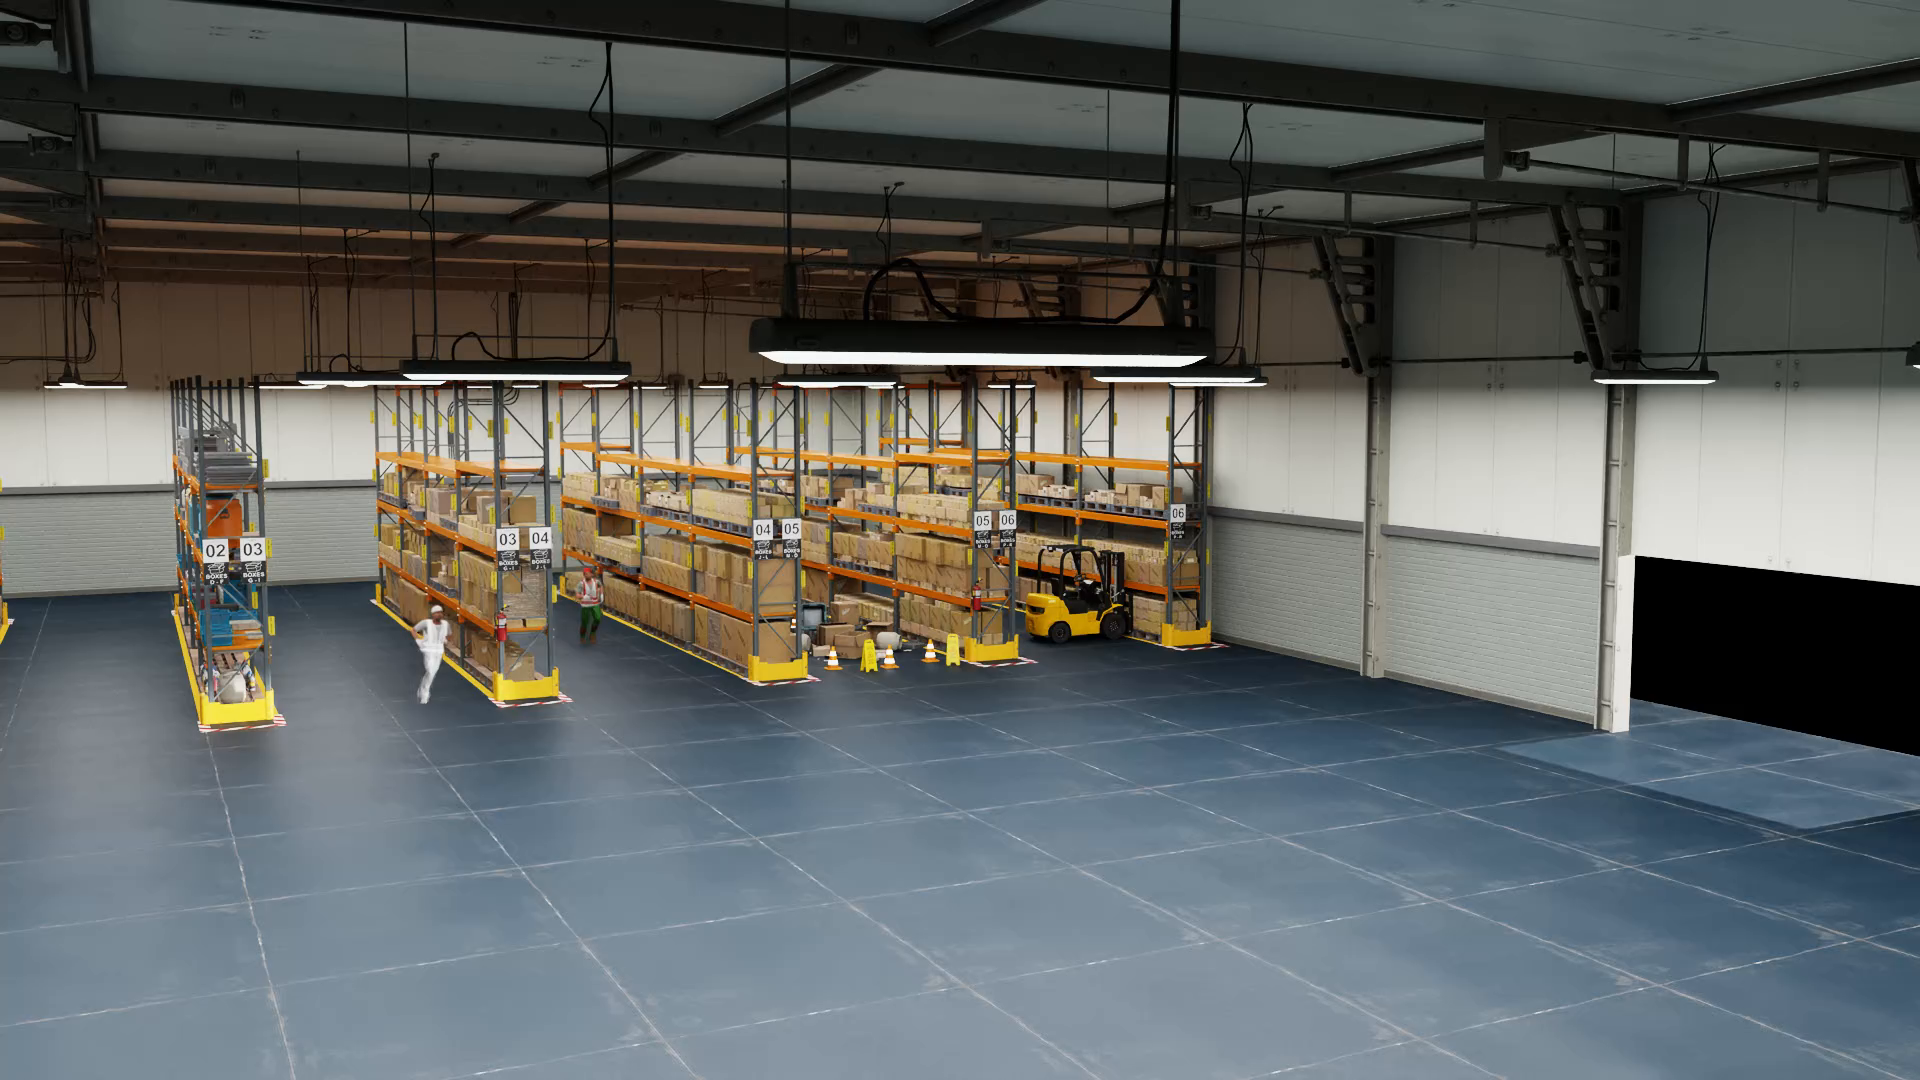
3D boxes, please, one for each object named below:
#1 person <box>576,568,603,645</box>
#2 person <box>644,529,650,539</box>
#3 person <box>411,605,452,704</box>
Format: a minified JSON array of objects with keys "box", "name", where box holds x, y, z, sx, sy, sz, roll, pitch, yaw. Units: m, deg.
[{"box":[-8.343,1.486,37.548,0.678,1.749,0.852,-2,6,-25],"name":"person"},{"box":[-8.990,0.621,47.548,0.632,1.853,0.783,-5,7,-42],"name":"person"},{"box":[-9.778,2.118,30.858,0.689,1.828,0.694,4,7,41],"name":"person"}]
